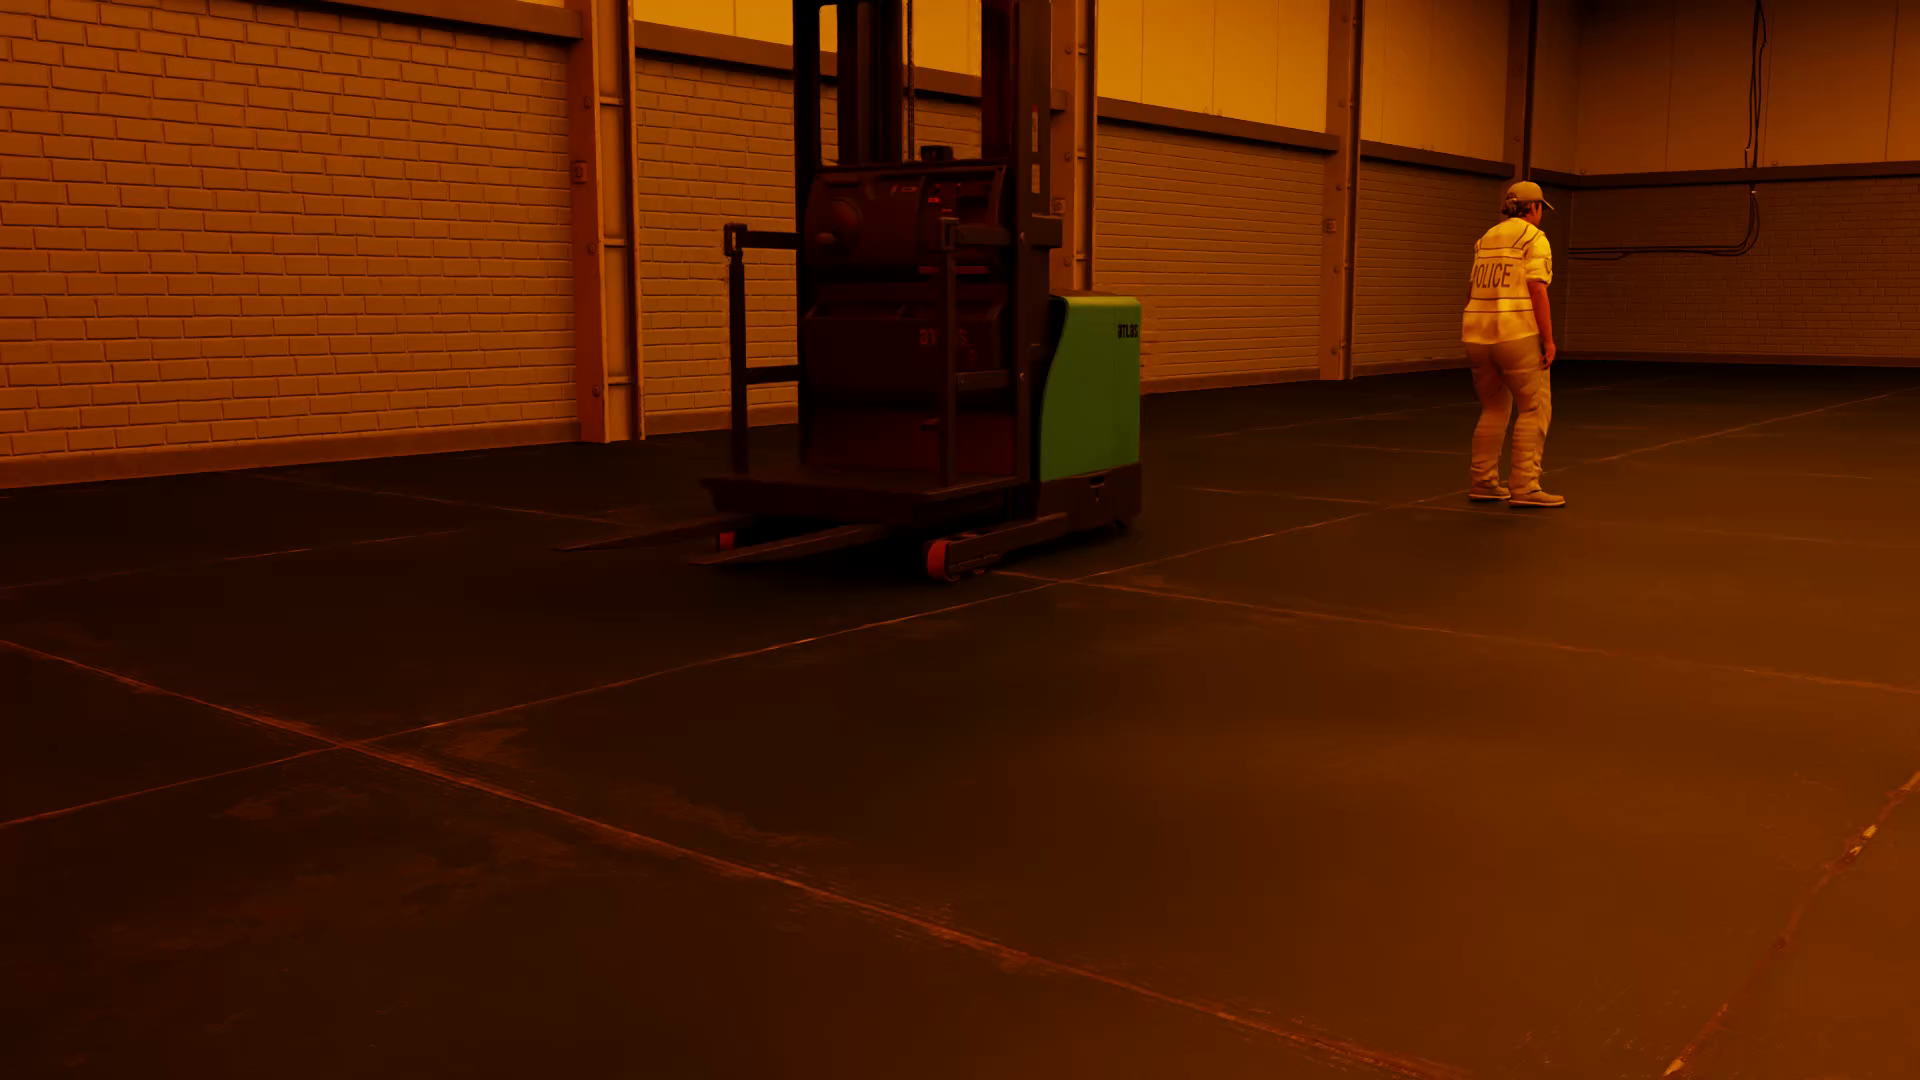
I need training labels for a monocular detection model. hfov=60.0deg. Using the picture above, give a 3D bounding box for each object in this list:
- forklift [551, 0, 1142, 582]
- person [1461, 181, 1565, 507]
[{"bbox_3d":[-0.338,-1.364,6.606,1.130,2.935,3.031,5,10,30],"label":"forklift"},{"bbox_3d":[2.884,-1.021,8.639,0.467,1.665,0.556,-4,9,-27],"label":"person"}]
